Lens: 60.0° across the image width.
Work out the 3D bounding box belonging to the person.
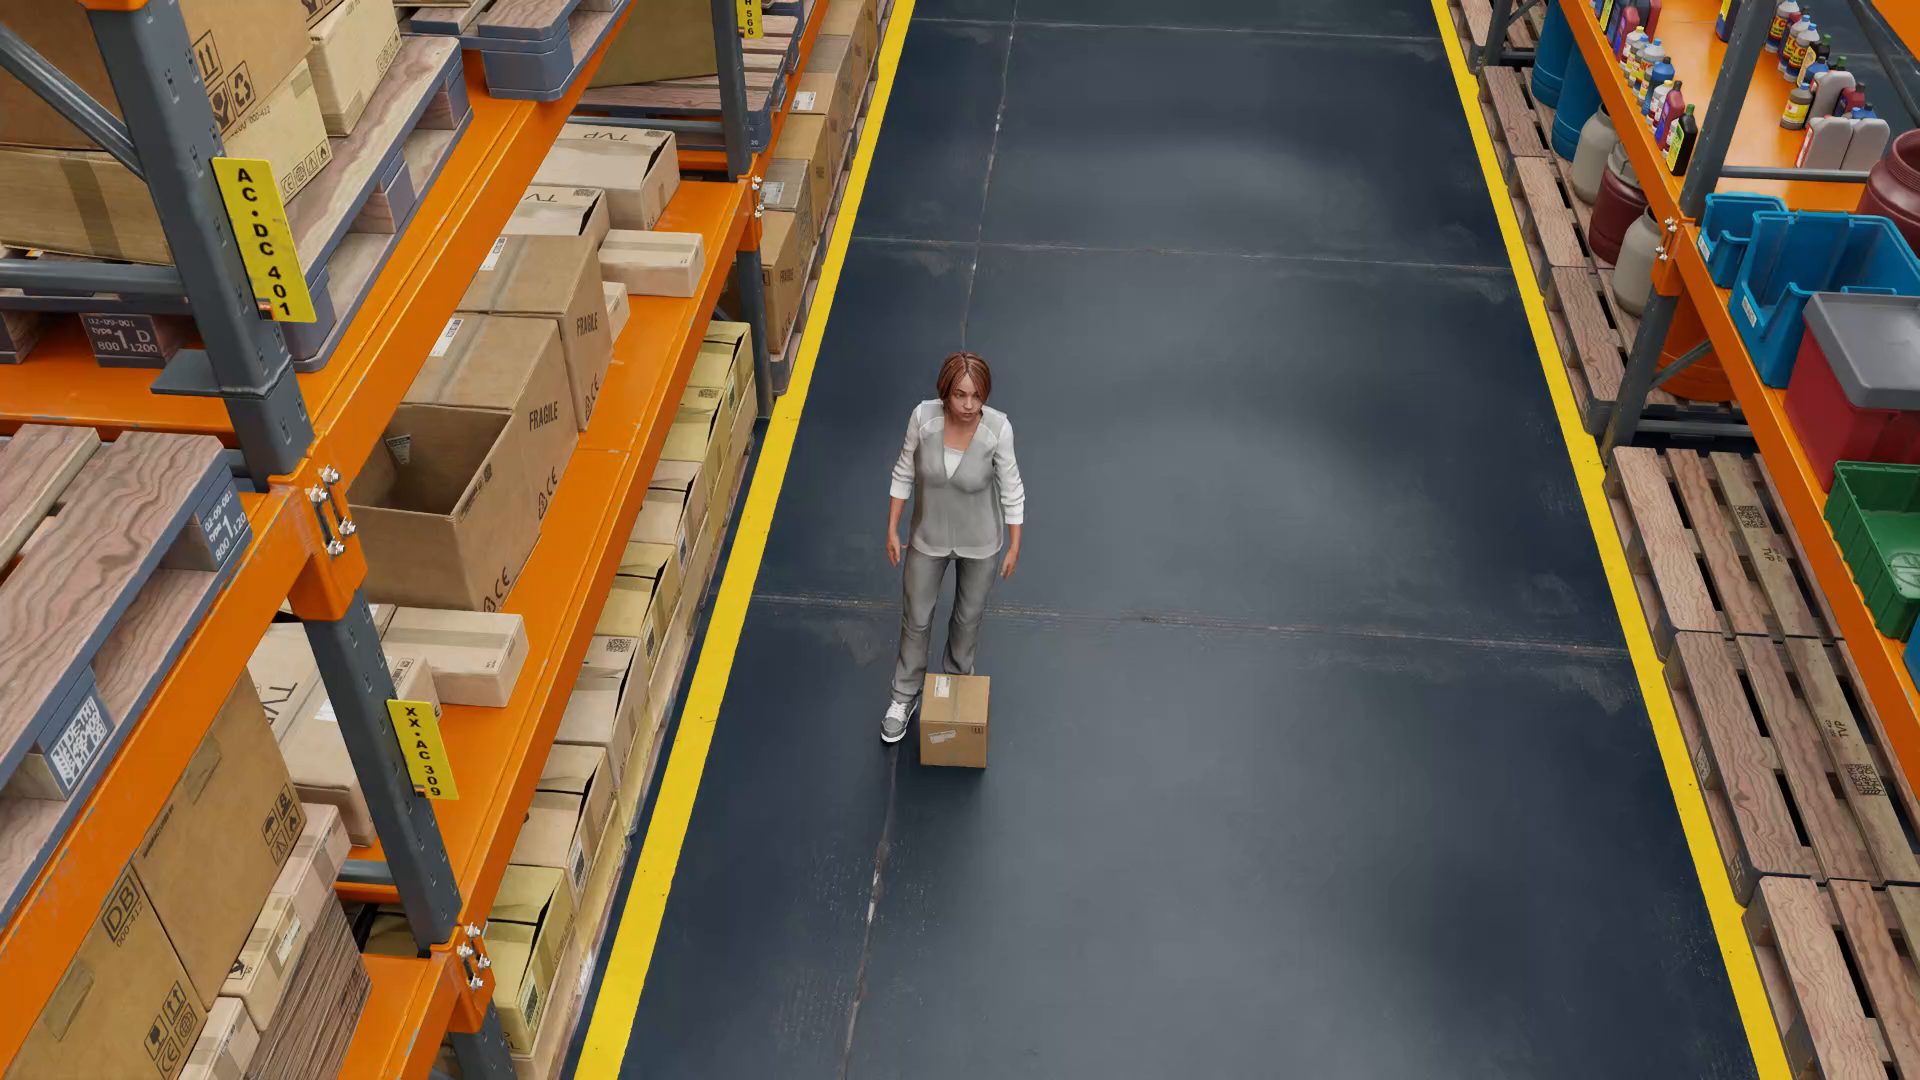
[{"bbox_3d":[-0.035,0.053,6.088,0.520,1.597,0.476,4,41,4],"label":"person"}]
